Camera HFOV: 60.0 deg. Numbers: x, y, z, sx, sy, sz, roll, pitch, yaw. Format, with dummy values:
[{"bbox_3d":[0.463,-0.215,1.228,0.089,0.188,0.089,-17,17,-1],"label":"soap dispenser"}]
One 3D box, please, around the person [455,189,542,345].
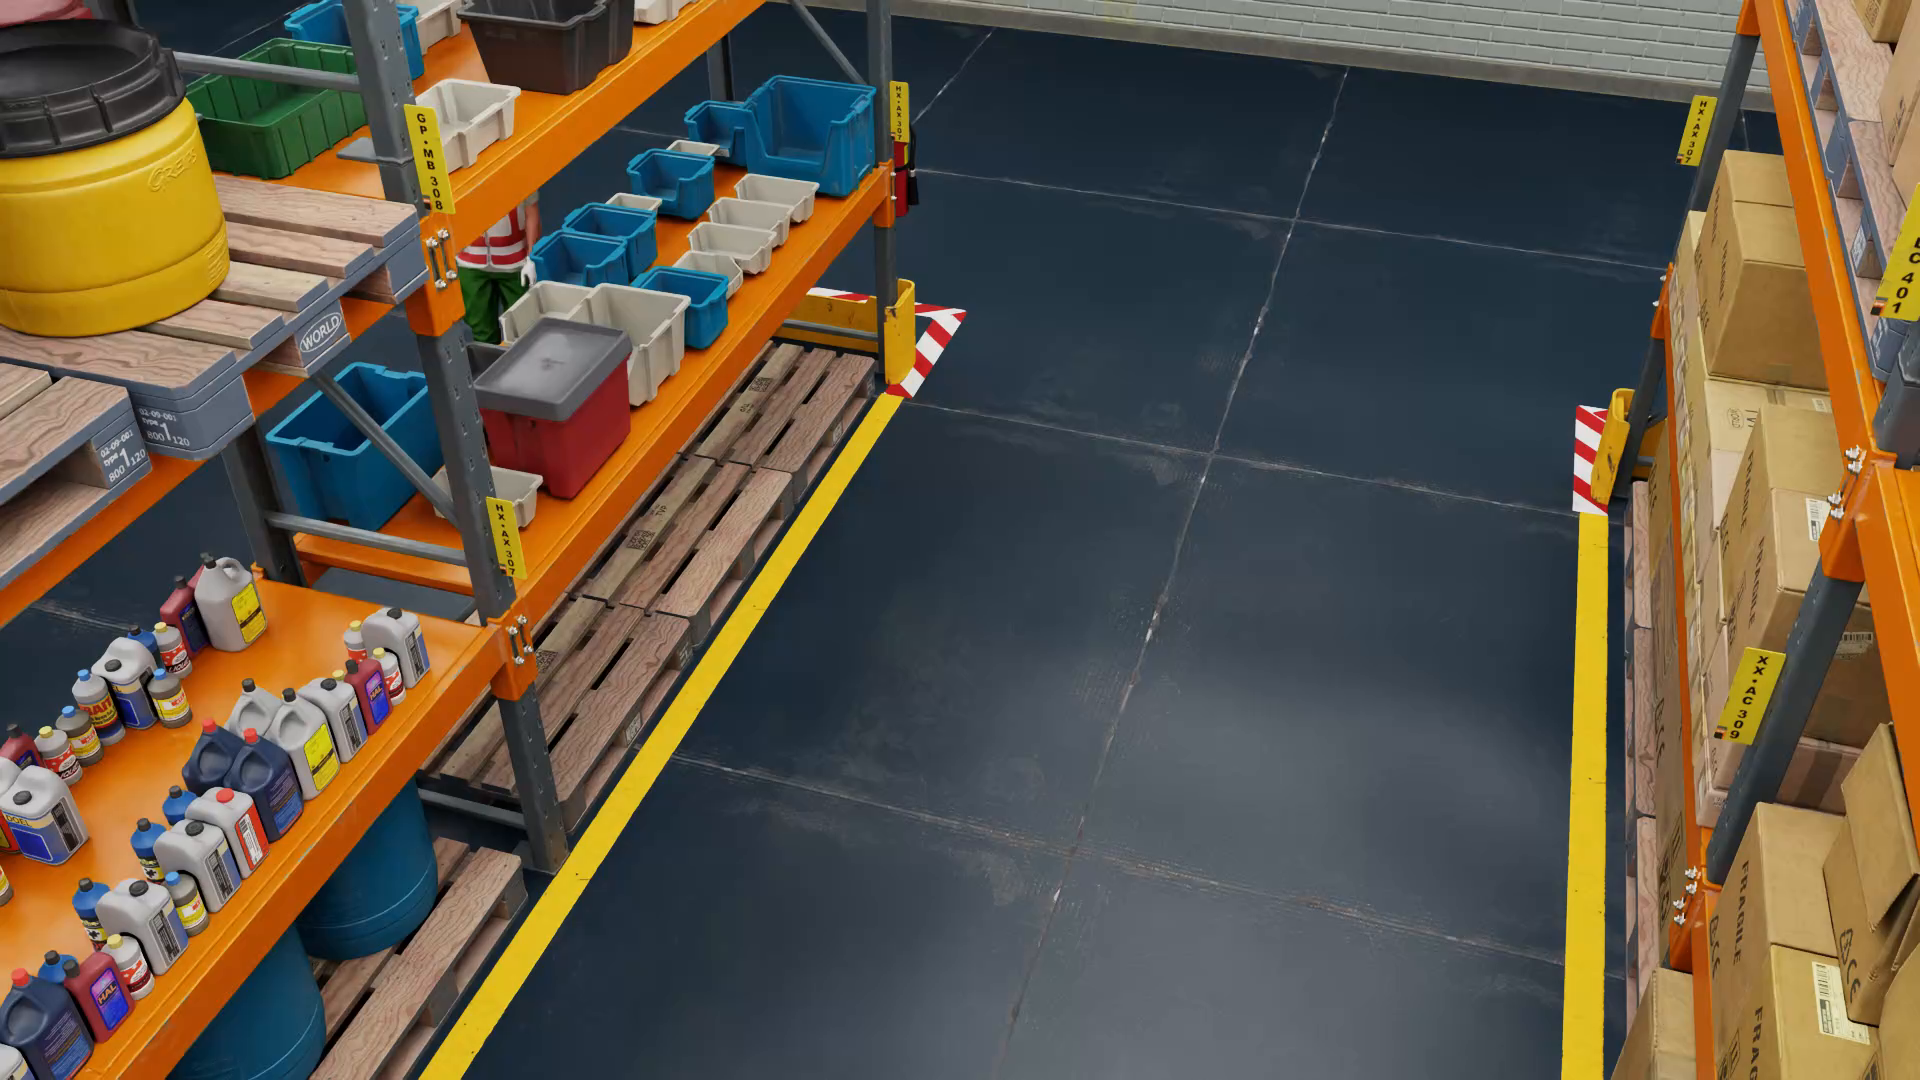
[{"bbox_3d":[-2.494,-1.494,8.865,0.591,1.768,0.715,-7,37,-9],"label":"person"}]
